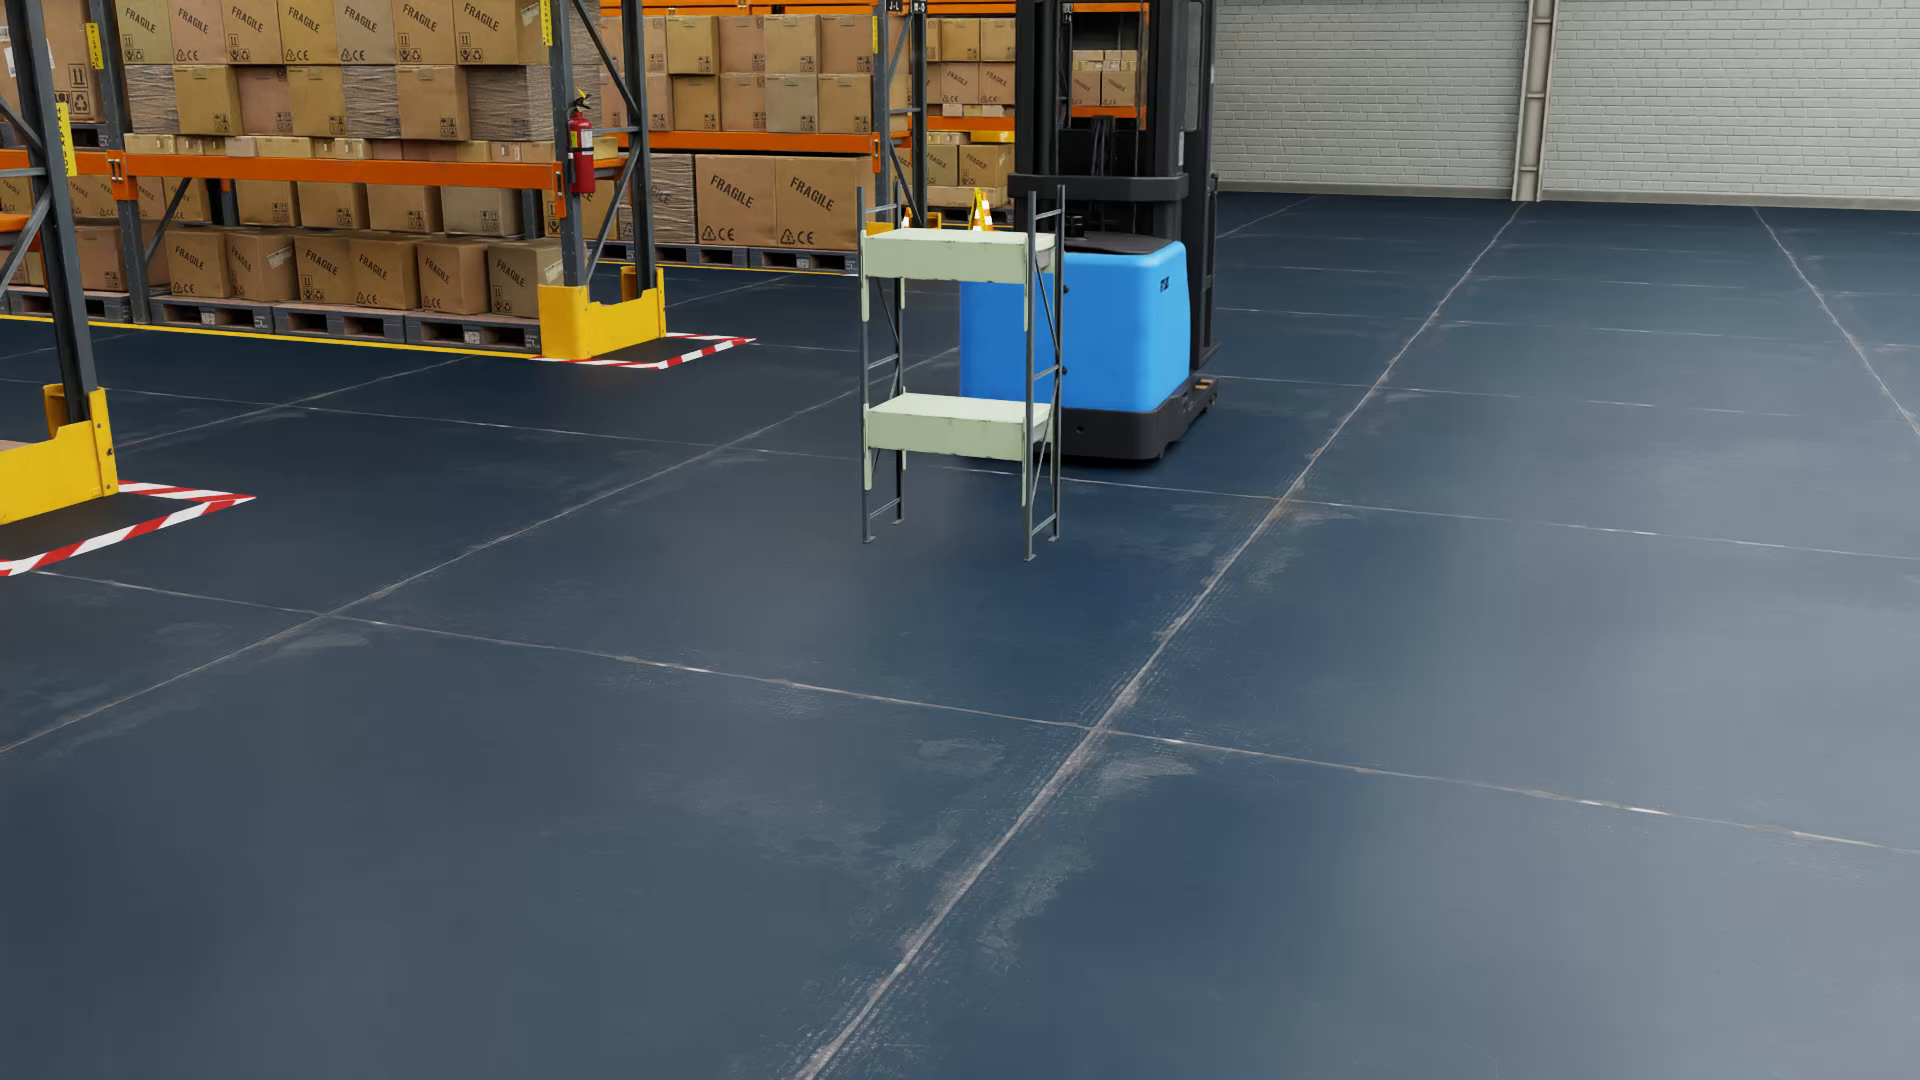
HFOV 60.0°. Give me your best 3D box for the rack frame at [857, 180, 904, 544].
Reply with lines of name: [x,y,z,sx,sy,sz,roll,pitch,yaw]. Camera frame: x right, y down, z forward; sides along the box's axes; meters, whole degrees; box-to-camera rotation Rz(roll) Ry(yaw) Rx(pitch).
rack frame: [-0.334,-0.757,7.091,0.023,1.500,0.400,6,17,21]

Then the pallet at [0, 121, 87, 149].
pallet: [-8.065,-3.368,13.737,1.213,0.211,1.003,6,17,21]

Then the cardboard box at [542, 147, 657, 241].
cardboard box: [-3.728,-3.617,17.311,0.875,0.875,0.875,7,17,21]

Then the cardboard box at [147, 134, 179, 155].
cardboard box: [-5.883,-2.993,12.553,0.250,0.149,0.380,6,17,21]

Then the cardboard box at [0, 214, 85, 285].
cardboard box: [-7.722,-2.432,13.866,0.500,0.500,0.700,5,17,16]

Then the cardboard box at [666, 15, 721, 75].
cardboard box: [-2.454,-4.893,16.442,0.500,0.550,0.875,6,17,21]

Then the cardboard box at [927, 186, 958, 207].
cardboard box: [-0.173,-4.352,20.965,0.500,0.250,0.500,6,17,21]

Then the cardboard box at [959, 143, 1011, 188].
cardboard box: [0.315,-4.659,20.675,0.500,0.500,0.500,6,17,21]

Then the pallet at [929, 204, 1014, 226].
pallet: [0.343,-4.164,21.139,1.213,0.211,1.003,6,17,21]

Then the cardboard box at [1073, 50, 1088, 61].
cardboard box: [1.865,-7.257,24.915,0.250,0.149,0.380,6,17,21]

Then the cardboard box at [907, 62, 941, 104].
cardboard box: [-0.378,-5.683,20.655,0.500,0.500,0.500,6,17,20]

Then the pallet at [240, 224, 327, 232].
pallet: [-7.302,-3.488,18.811,1.213,0.211,1.003,6,17,21]

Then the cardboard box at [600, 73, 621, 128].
cardboard box: [-3.419,-4.505,17.044,0.550,0.550,0.875,6,17,21]

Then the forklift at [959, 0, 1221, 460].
forklift: [0.911,-2.177,9.415,1.130,2.935,3.031,5,17,17]

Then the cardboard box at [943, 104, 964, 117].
cardboard box: [-0.028,-5.313,20.545,0.250,0.149,0.380,7,17,22]

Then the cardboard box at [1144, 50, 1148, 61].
cardboard box: [2.740,-7.283,25.005,0.250,0.149,0.380,6,17,20]

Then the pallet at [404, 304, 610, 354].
pallet: [-3.293,-1.594,12.286,1.213,0.211,1.003,6,17,21]

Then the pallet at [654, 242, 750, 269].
pallet: [-2.469,-2.957,16.980,1.213,0.211,1.003,6,17,21]

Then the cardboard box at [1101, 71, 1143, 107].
cardboard box: [2.420,-6.721,24.766,0.500,0.500,0.500,6,17,19]

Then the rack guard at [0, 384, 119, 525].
rack guard: [-4.385,-0.344,7.461,0.348,0.500,1.175,6,17,21]

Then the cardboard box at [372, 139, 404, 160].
cardboard box: [-3.990,-2.812,11.929,0.250,0.149,0.380,6,17,21]

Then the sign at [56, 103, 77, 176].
sign: [-4.091,-1.824,7.579,0.005,0.325,0.100,6,17,21]

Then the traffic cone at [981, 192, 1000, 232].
traffic cone: [0.283,-3.894,19.759,0.334,0.463,0.336,6,17,21]

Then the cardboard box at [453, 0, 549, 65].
cardboard box: [-3.082,-3.496,11.331,0.500,0.500,0.500,6,17,21]

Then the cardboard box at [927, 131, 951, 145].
cardboard box: [-0.283,-5.017,20.746,0.250,0.149,0.380,7,17,22]

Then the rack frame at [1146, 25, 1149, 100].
rack frame: [2.974,-6.691,24.841,0.127,3.000,1.000,6,17,21]

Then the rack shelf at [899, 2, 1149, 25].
rack shelf: [1.114,-7.991,25.228,4.000,0.370,1.077,6,17,21]

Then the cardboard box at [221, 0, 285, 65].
cardboard box: [-4.945,-3.699,12.030,0.500,0.500,0.500,6,17,21]

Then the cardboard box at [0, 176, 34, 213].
cardboard box: [-11.139,-4.194,19.969,0.500,0.500,0.500,7,18,23]

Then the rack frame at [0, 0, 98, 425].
rack frame: [-4.297,-1.549,7.128,0.127,3.000,1.000,6,17,21]

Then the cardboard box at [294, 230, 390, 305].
cardboard box: [-4.701,-2.093,12.732,0.500,0.500,0.500,5,17,16]

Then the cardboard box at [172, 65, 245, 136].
cardboard box: [-5.353,-3.311,12.485,0.500,0.500,0.875,6,17,21]

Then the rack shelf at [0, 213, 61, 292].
rack shelf: [-6.158,-1.408,7.933,4.000,0.370,1.077,6,17,21]

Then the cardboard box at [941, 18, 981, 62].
cardboard box: [0.133,-6.124,20.381,0.500,0.500,0.700,6,17,21]

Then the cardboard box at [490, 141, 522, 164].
cardboard box: [-3.053,-2.714,11.592,0.250,0.149,0.380,6,17,21]

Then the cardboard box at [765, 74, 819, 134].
cardboard box: [-1.447,-4.258,16.192,0.550,0.550,0.875,6,17,21]

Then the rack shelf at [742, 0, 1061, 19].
rack shelf: [-0.704,-6.703,20.793,4.000,0.370,1.077,6,17,21]

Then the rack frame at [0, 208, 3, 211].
rack frame: [-11.729,-5.337,20.176,0.127,3.000,1.000,6,17,21]

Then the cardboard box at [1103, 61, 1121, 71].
cardboard box: [2.300,-7.032,24.672,0.250,0.149,0.380,7,17,22]

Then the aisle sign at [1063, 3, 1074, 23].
aisle sign: [1.328,-6.726,20.298,0.004,0.787,0.394,6,17,21]

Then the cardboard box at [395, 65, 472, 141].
cardboard box: [-3.491,-3.107,11.784,0.500,0.500,0.875,6,17,21]

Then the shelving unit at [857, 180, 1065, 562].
shelving unit: [0.006,-0.720,6.962,0.755,1.500,0.431,6,17,21]

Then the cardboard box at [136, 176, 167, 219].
cardboard box: [-9.198,-3.982,19.241,0.500,0.500,0.500,7,18,23]

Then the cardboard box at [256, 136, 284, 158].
cardboard box: [-4.939,-2.900,12.234,0.250,0.149,0.380,6,17,21]

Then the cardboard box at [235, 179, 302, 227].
cardboard box: [-7.474,-3.963,18.727,0.750,0.750,1.050,6,17,20]
